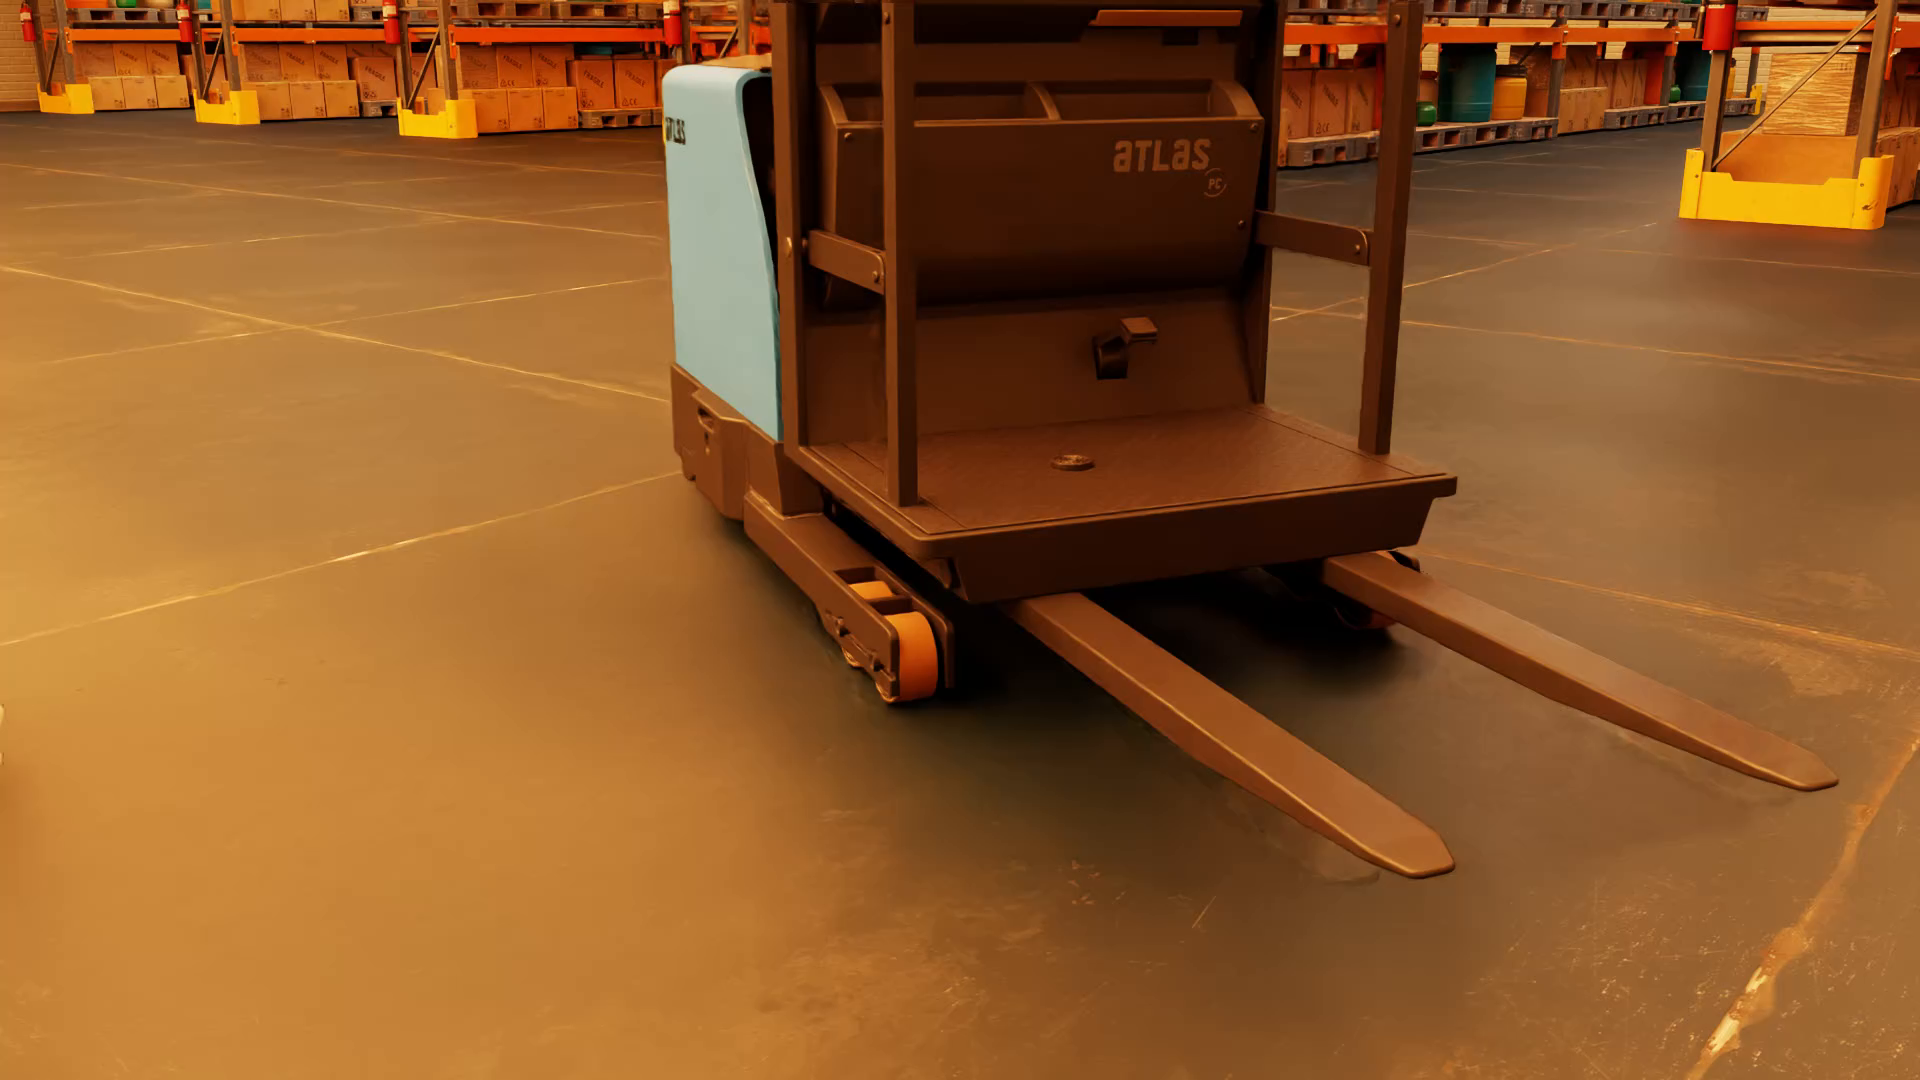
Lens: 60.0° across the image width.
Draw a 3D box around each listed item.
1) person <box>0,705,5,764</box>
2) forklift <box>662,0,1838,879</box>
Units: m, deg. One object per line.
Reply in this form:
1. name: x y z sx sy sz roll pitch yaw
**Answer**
1. person: -1.848 -0.369 2.424 0.864 1.638 0.385 6 18 20
2. forklift: 0.255 -1.248 3.006 1.130 2.935 3.031 -7 18 -21
